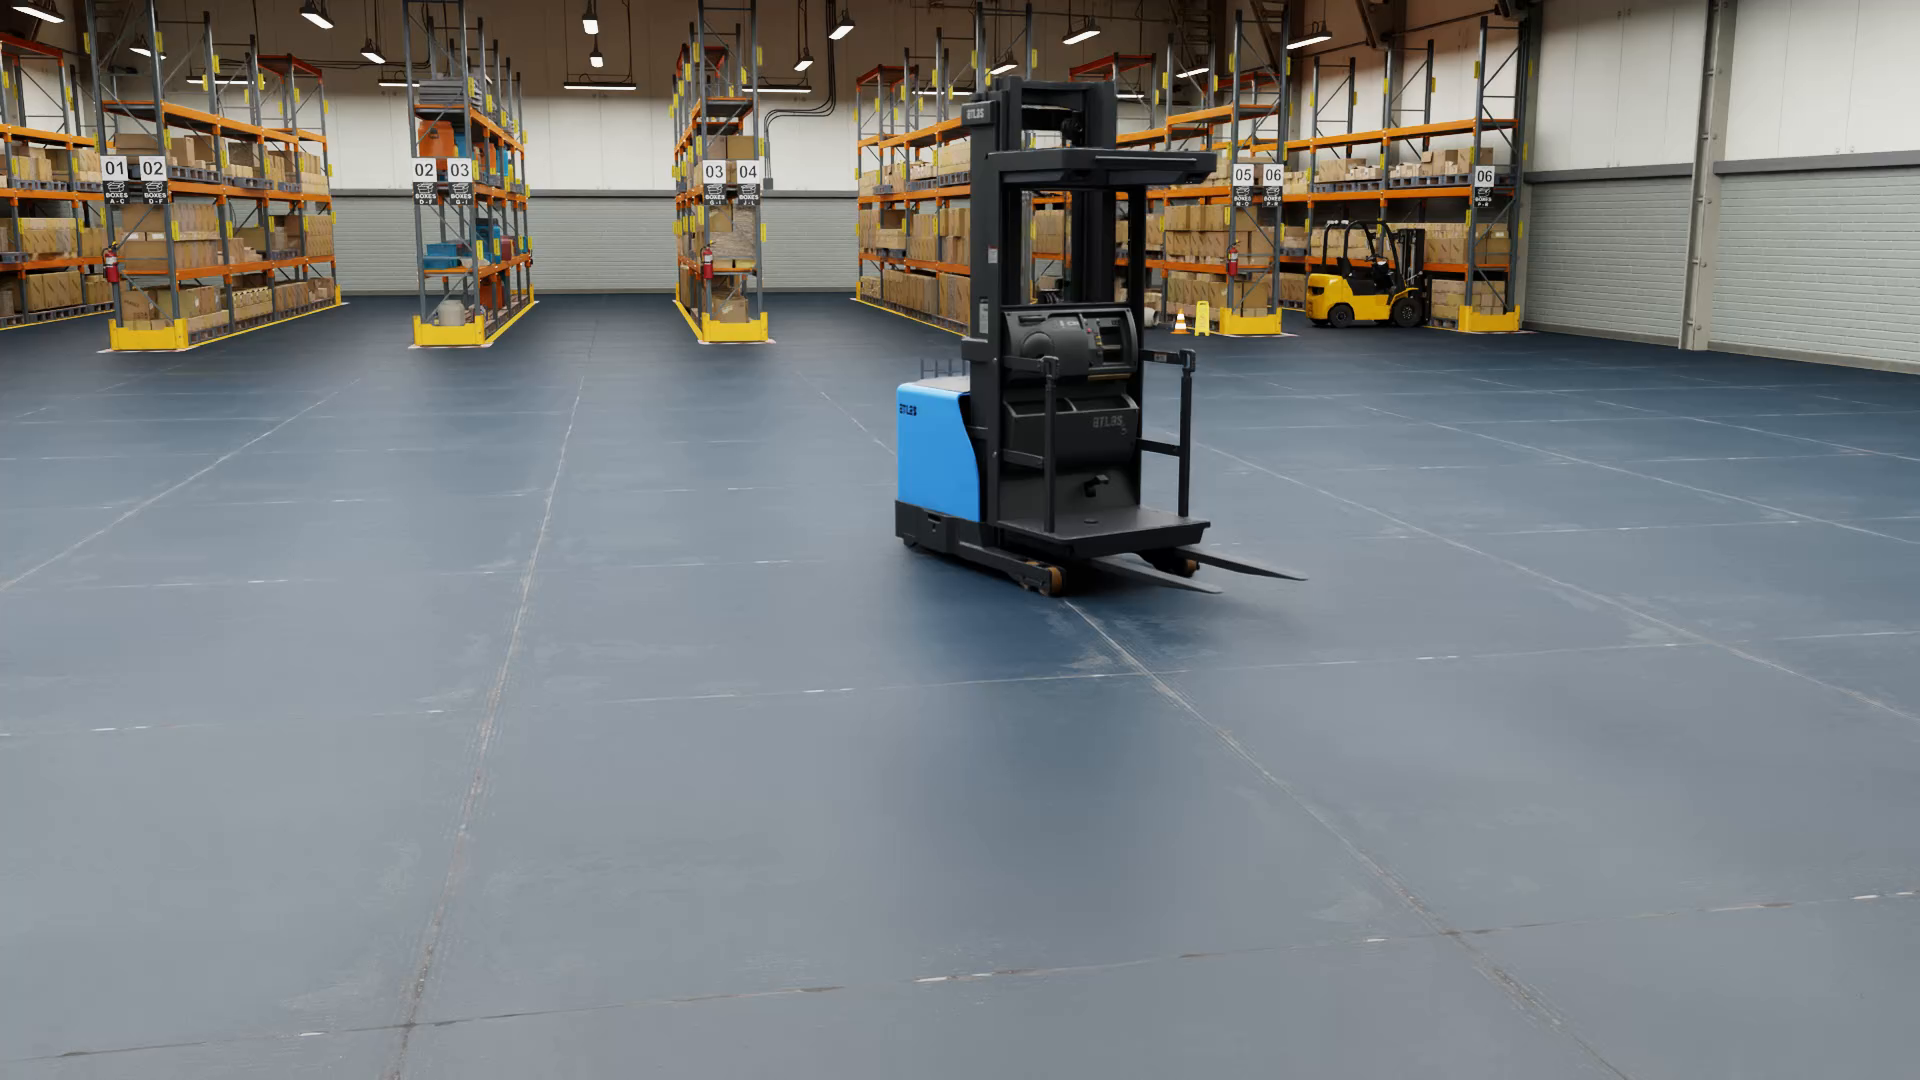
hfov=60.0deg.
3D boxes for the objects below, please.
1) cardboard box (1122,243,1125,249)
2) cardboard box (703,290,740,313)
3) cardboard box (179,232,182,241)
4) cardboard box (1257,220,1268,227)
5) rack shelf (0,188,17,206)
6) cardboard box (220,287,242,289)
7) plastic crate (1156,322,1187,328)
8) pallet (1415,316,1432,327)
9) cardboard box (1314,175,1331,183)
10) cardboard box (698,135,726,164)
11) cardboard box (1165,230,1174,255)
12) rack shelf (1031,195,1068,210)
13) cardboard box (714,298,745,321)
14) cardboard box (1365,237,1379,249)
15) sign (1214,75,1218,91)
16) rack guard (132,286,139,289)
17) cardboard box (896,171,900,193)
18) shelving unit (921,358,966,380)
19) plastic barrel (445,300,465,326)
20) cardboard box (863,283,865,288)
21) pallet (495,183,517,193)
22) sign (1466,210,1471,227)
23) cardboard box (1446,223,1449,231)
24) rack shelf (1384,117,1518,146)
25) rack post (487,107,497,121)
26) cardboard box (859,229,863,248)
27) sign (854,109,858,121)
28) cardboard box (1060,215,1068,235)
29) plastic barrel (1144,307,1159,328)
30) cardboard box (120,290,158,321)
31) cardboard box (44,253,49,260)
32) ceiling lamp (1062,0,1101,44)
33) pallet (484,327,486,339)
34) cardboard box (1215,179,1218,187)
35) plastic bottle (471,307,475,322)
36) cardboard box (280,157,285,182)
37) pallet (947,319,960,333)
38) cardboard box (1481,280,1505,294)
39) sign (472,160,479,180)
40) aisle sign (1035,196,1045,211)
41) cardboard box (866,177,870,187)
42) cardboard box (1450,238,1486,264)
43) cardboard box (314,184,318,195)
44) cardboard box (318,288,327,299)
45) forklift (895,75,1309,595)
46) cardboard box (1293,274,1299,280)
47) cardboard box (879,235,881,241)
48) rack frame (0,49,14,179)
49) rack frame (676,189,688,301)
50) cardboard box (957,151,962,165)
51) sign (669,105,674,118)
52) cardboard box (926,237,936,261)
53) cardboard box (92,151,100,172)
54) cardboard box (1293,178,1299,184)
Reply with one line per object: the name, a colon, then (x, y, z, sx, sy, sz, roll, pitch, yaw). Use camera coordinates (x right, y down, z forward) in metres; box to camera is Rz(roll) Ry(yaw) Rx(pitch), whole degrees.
cardboard box: (3.991, -6.839, 38.655, 0.380, 0.149, 0.250, -3, 11, -15)
cardboard box: (-4.961, -4.935, 34.611, 0.700, 0.500, 0.500, -3, 11, -15)
cardboard box: (-13.769, -5.282, 28.923, 0.380, 0.149, 0.250, -2, 11, -11)
cardboard box: (8.141, -8.566, 45.779, 0.500, 0.500, 0.500, -2, 11, -13)
rack shelf: (-19.828, -6.780, 32.698, 1.077, 0.370, 4.000, -2, 11, -11)
cardboard box: (-15.545, -5.232, 35.393, 0.500, 0.311, 0.500, -2, 11, -9)
plastic crate: (4.359, -4.442, 34.320, 0.402, 0.080, 0.583, -6, 13, -31)
pallet: (10.080, -4.634, 34.977, 1.003, 0.211, 1.213, -2, 11, -11)
cardboard box: (8.718, -8.648, 39.821, 0.380, 0.166, 0.250, -2, 11, -11)
cardboard box: (-4.635, -7.289, 31.049, 0.500, 0.500, 0.500, -2, 11, -11)
cardboard box: (4.670, -6.298, 35.202, 0.500, 0.500, 0.500, -2, 11, -11)
rack shelf: (2.913, -9.148, 45.139, 1.077, 0.370, 4.000, -2, 11, -11)
cardboard box: (-4.340, -4.302, 31.337, 0.500, 0.500, 0.500, 1, 11, 4)
cardboard box: (9.380, -6.628, 37.060, 0.500, 0.250, 0.500, -2, 11, -12)
sign: (5.394, -9.655, 35.147, 0.100, 0.325, 0.005, -2, 11, -11)
rack guard: (-21.778, -6.270, 42.804, 1.175, 0.500, 0.348, -2, 11, -11)
cardboard box: (-1.226, -8.438, 39.219, 0.500, 0.500, 0.500, -2, 11, -11)
shelving unit: (-0.113, -0.622, 11.255, 0.258, 1.200, 0.189, -7, 13, -32)
plastic barrel: (-9.244, -4.114, 30.318, 0.421, 0.512, 0.421, 0, 11, 0)
cardboard box: (-2.464, -6.990, 45.607, 0.380, 0.149, 0.250, -2, 11, -11)
pallet: (-10.806, -8.153, 38.494, 1.003, 0.211, 1.213, -2, 11, -11)
sign: (9.969, -6.309, 32.593, 0.100, 0.325, 0.005, -2, 11, -11)
cardboard box: (10.096, -6.353, 33.754, 0.380, 0.149, 0.250, -2, 11, -11)
rack shelf: (10.115, -8.405, 34.285, 1.077, 0.370, 4.000, -2, 11, -11)
rack post: (-10.681, -9.428, 36.867, 0.954, 0.300, 0.937, -2, 11, -11)
cardboard box: (-2.496, -8.299, 45.714, 0.500, 0.500, 0.500, -2, 11, -8)
sign: (-2.844, -11.621, 45.477, 0.100, 0.325, 0.005, -2, 11, -11)
cardboard box: (2.939, -8.278, 43.724, 0.500, 0.500, 0.500, -2, 11, -11)
plastic barrel: (3.749, -4.518, 33.804, 0.512, 0.421, 0.421, 6, 12, 28)
cardboard box: (-14.199, -4.052, 28.687, 0.500, 0.500, 0.500, -2, 11, -11)
cardboard box: (-20.363, -6.263, 36.697, 0.380, 0.149, 0.250, -2, 11, -11)
ceiling lamp: (2.741, -11.904, 34.063, 0.800, 3.185, 2.000, -2, 11, -11)
pallet: (-9.157, -3.711, 30.131, 1.003, 0.211, 1.213, -2, 11, -11)
cardboard box: (5.193, -6.960, 32.392, 0.380, 0.149, 0.250, -2, 11, -9)
plastic bottle: (-9.417, -4.379, 32.287, 0.152, 0.276, 0.135, -2, 11, -11)
cardboard box: (-16.111, -8.624, 38.805, 0.600, 0.600, 0.600, -3, 11, -16)
pallet: (0.334, -4.259, 33.008, 1.003, 0.211, 1.213, -2, 11, -11)
cardboard box: (10.596, -5.083, 33.438, 0.500, 0.250, 0.500, -2, 11, -12)
sign: (-8.403, -6.417, 28.842, 0.100, 0.325, 0.005, -2, 11, -11)
aisle sign: (2.225, -9.674, 47.051, 0.394, 0.787, 0.004, -2, 11, -11)
cardboard box: (-2.193, -9.470, 43.972, 0.500, 0.250, 0.500, -3, 11, -13)
cardboard box: (10.151, -5.771, 33.229, 0.500, 0.500, 0.500, -2, 11, -12)
cardboard box: (-16.278, -8.714, 41.338, 0.500, 0.250, 0.500, -2, 11, -11)
cardboard box: (-16.412, -6.274, 42.315, 0.500, 0.250, 0.500, -2, 11, -11)
forklift: (0.786, -1.222, 9.777, 1.130, 2.935, 3.031, -7, 13, -32)
cardboard box: (8.520, -6.536, 41.341, 0.380, 0.149, 0.250, -3, 11, -14)
cardboard box: (-1.806, -7.508, 41.373, 0.380, 0.149, 0.250, -2, 11, -10)
rack frame: (-20.217, -8.974, 34.277, 1.000, 3.000, 0.127, -2, 11, -11)
rack frame: (-7.197, -8.034, 45.386, 1.000, 3.000, 0.127, -2, 11, -11)
cardboard box: (0.237, -7.327, 31.860, 0.500, 0.250, 0.500, -2, 11, -11)
sign: (-7.743, -11.499, 44.623, 0.100, 0.325, 0.005, -2, 11, -11)
cardboard box: (-0.440, -6.223, 35.602, 0.500, 0.500, 0.500, -2, 11, -12)
cardboard box: (-21.066, -9.109, 40.017, 0.500, 0.500, 0.500, -2, 11, -11)
cardboard box: (8.494, -8.902, 41.257, 0.380, 0.149, 0.250, -2, 11, -11)
